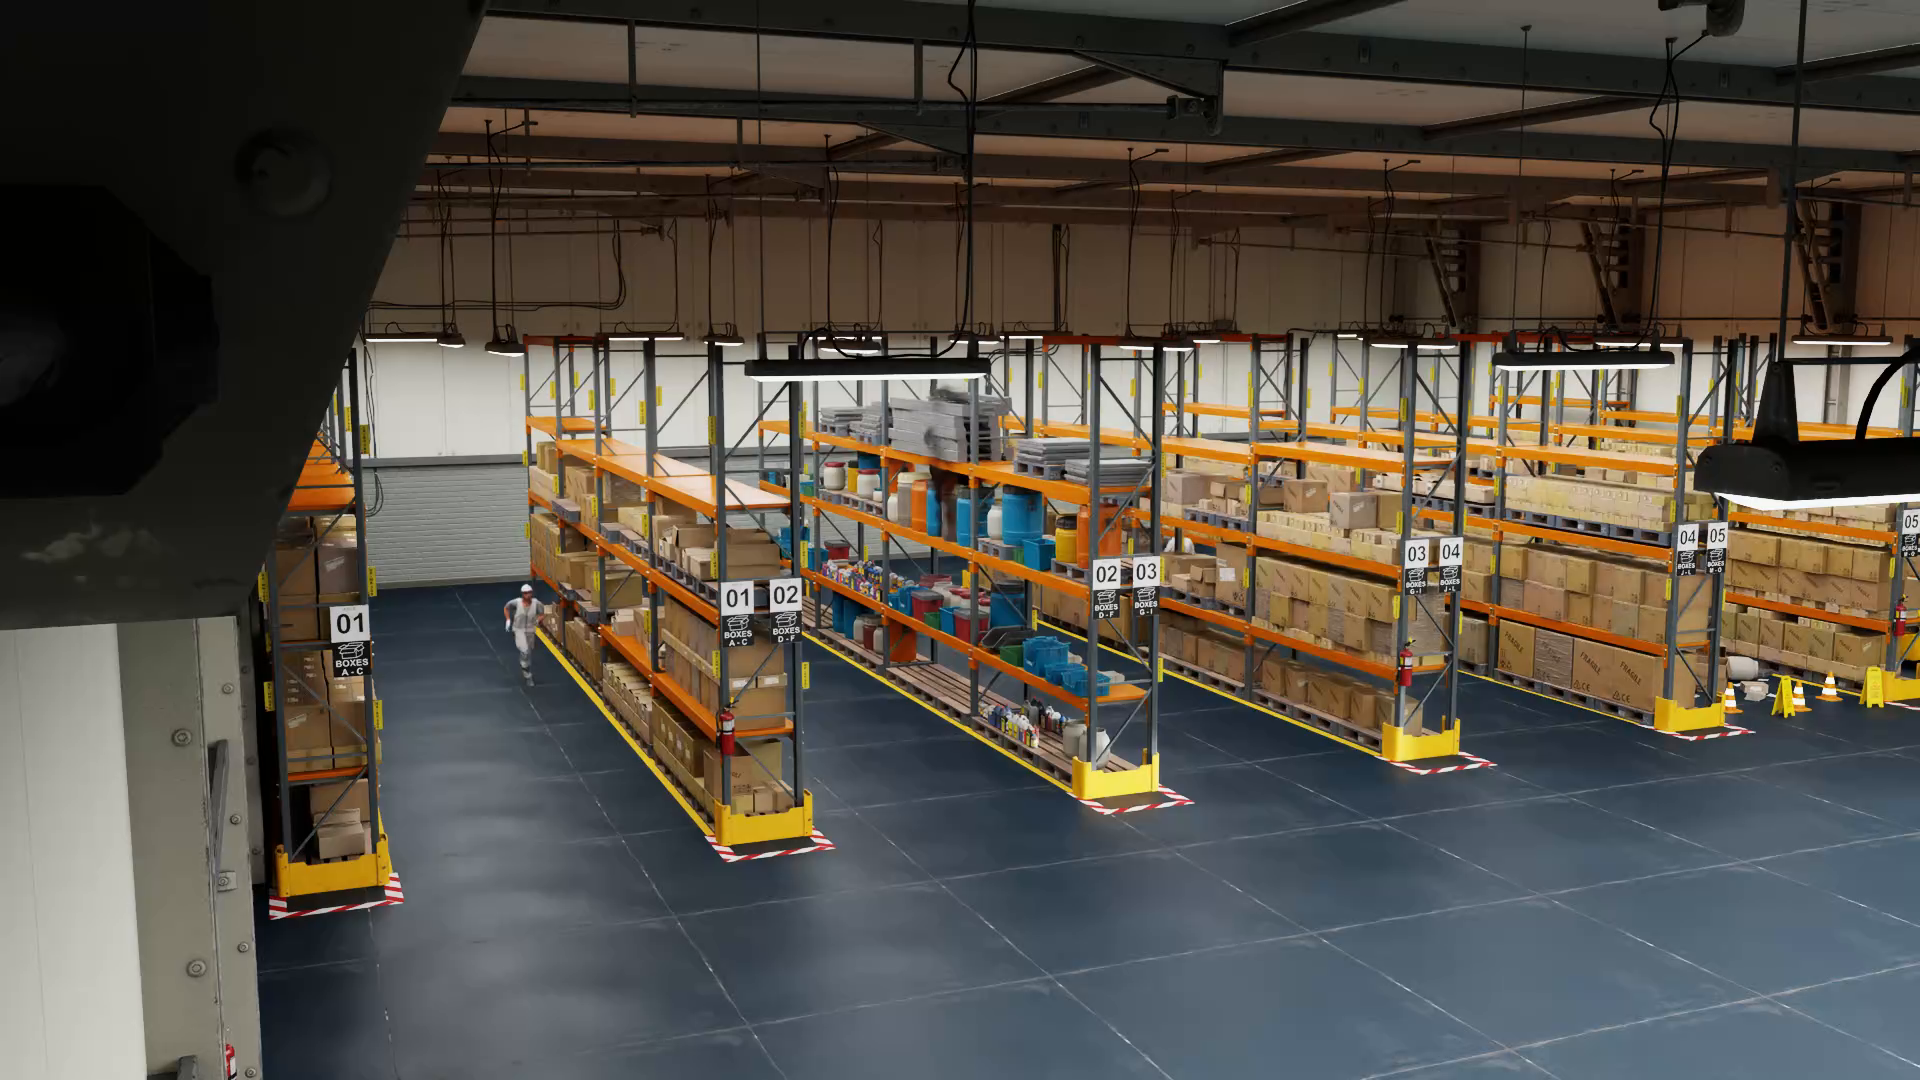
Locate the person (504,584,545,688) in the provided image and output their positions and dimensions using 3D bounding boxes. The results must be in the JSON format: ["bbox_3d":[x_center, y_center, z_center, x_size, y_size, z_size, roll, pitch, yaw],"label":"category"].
[{"bbox_3d":[-7.568,1.619,28.940,0.668,1.788,0.911,-4,9,-27],"label":"person"}]

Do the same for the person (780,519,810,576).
[{"bbox_3d":[-3.866,0.362,38.777,0.802,1.690,0.695,-2,8,-14],"label":"person"}]

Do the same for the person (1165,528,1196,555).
[{"bbox_3d":[4.887,0.585,36.805,0.705,1.750,0.687,-2,8,-17],"label":"person"}]

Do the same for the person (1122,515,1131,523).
[{"bbox_3d":[4.042,0.110,40.854,0.659,1.606,0.605,4,9,27],"label":"person"}]
